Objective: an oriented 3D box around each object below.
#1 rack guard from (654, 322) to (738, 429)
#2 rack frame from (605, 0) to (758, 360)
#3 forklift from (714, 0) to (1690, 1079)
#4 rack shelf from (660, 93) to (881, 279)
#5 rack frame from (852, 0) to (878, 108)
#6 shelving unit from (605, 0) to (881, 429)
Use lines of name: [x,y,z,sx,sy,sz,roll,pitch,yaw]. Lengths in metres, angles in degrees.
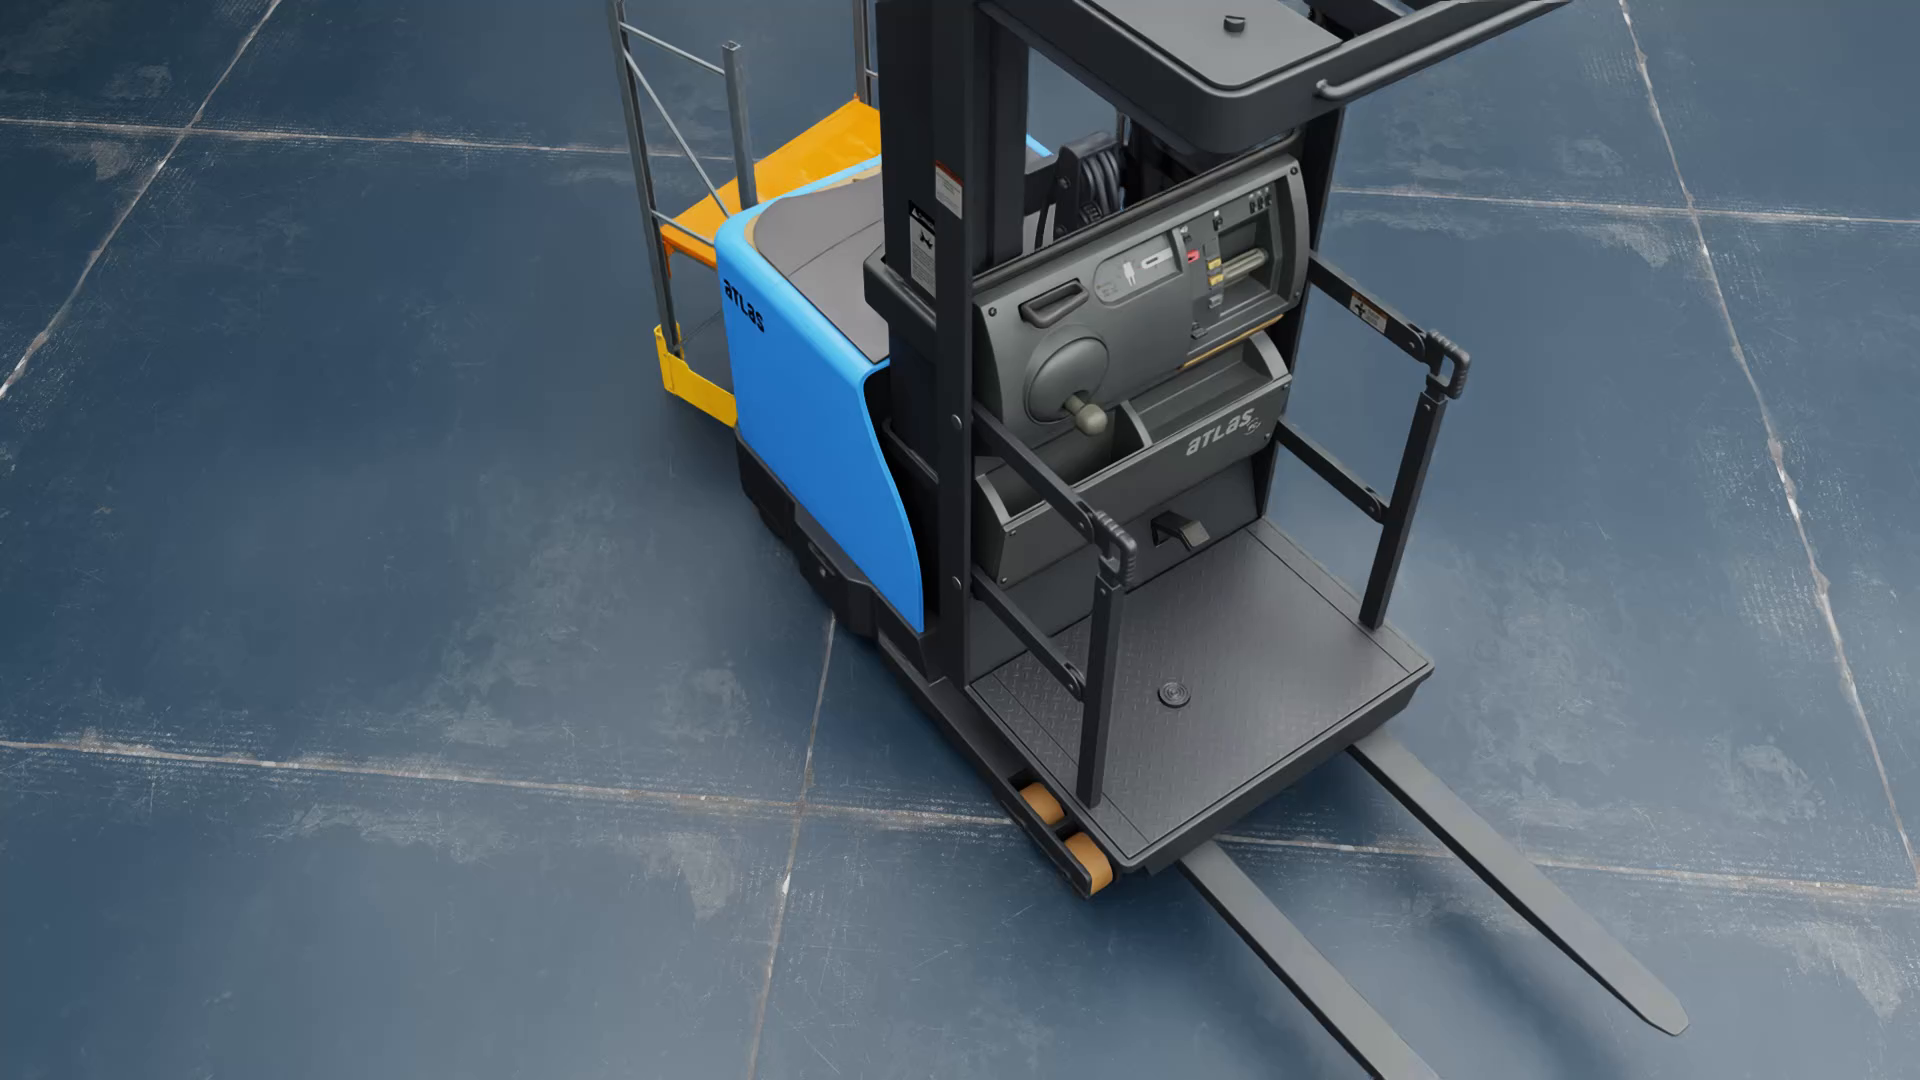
rack guard: [-0.774,-0.503,5.541,0.587,0.250,0.087,30,54,25]
rack frame: [-0.787,-0.914,5.069,0.500,1.500,0.032,30,54,25]
forklift: [0.567,-0.467,3.691,1.130,2.935,3.031,-28,53,-23]
rack shelf: [-0.470,-1.086,5.470,0.538,0.185,1.000,30,54,25]
rack frame: [-0.153,-1.500,5.606,0.500,1.500,0.032,30,54,25]
shelving unit: [-0.464,-1.212,5.342,0.587,1.500,1.083,30,54,25]
